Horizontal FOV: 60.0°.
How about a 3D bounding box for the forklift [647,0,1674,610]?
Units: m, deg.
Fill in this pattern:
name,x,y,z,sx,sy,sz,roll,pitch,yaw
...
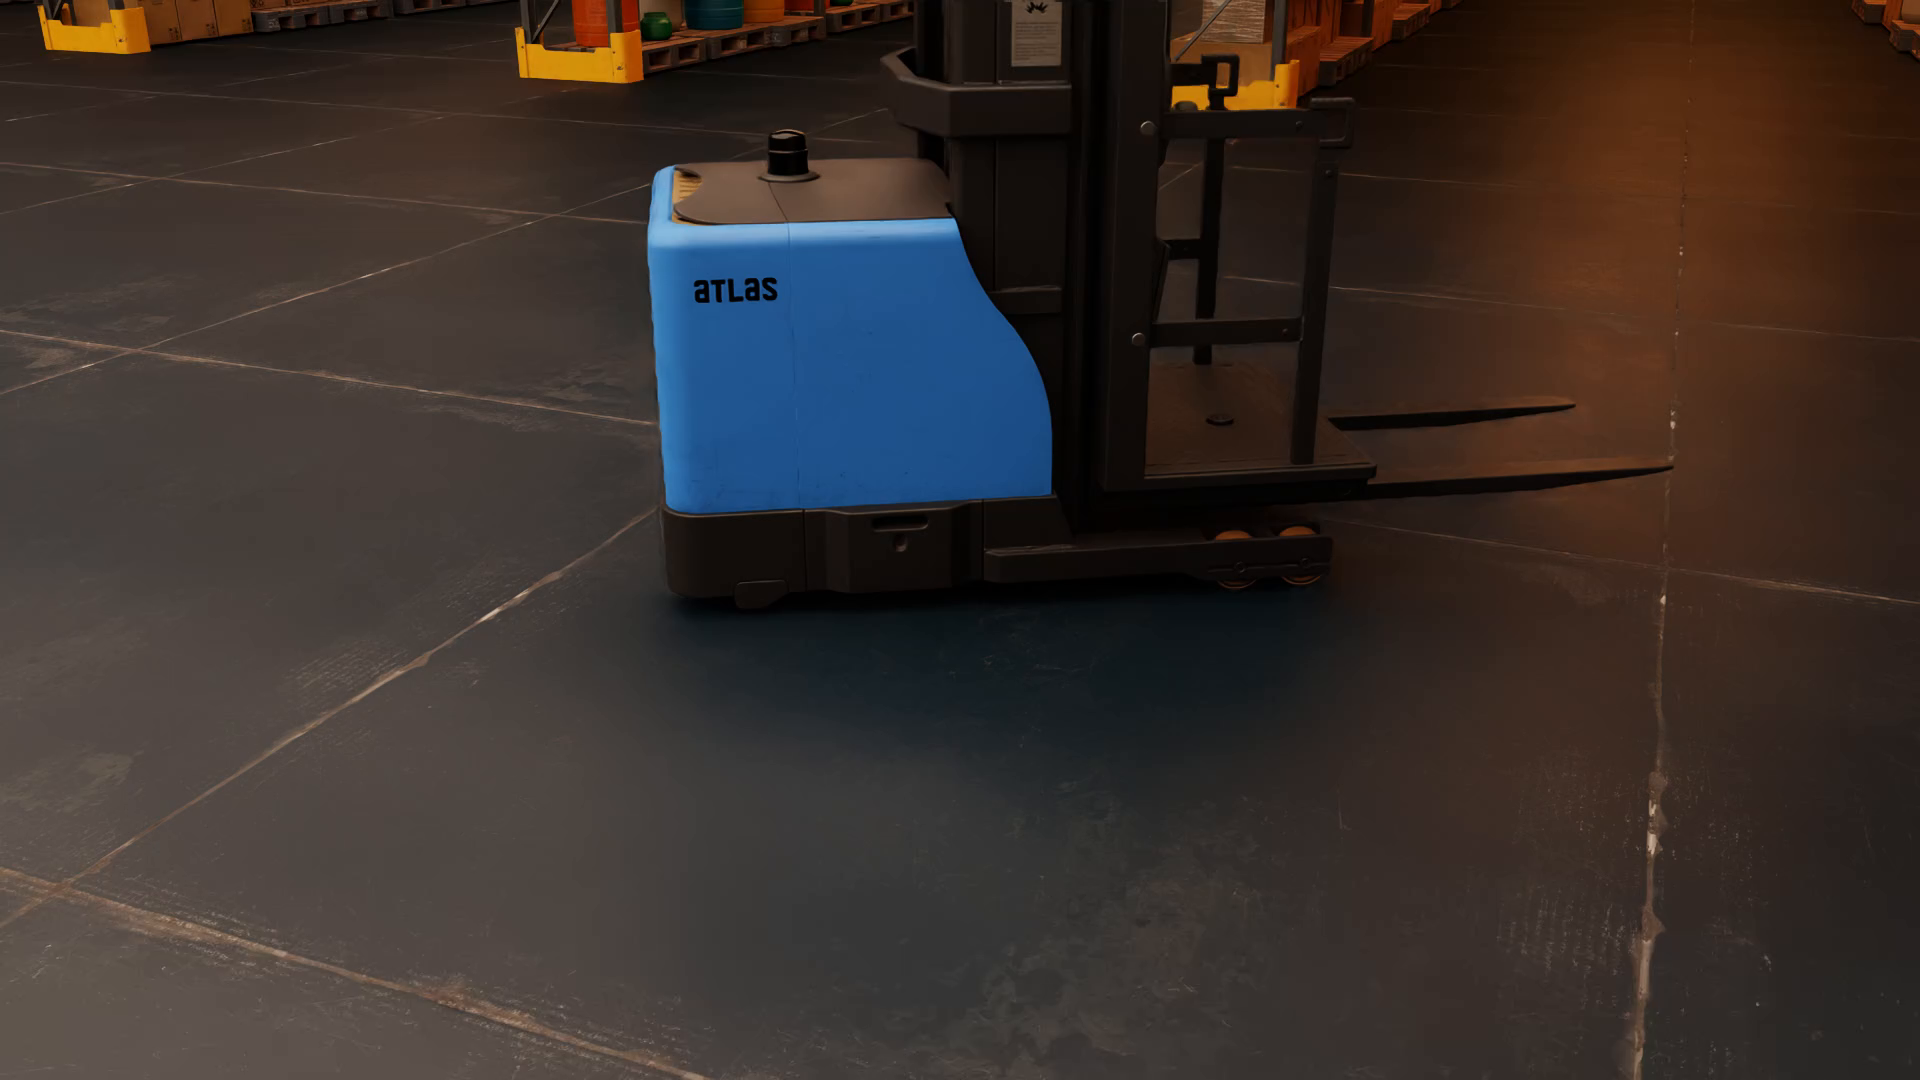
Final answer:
name,x,y,z,sx,sy,sz,roll,pitch,yaw
forklift,0.624,-1.409,4.664,3.031,2.935,1.130,-3,23,-8
